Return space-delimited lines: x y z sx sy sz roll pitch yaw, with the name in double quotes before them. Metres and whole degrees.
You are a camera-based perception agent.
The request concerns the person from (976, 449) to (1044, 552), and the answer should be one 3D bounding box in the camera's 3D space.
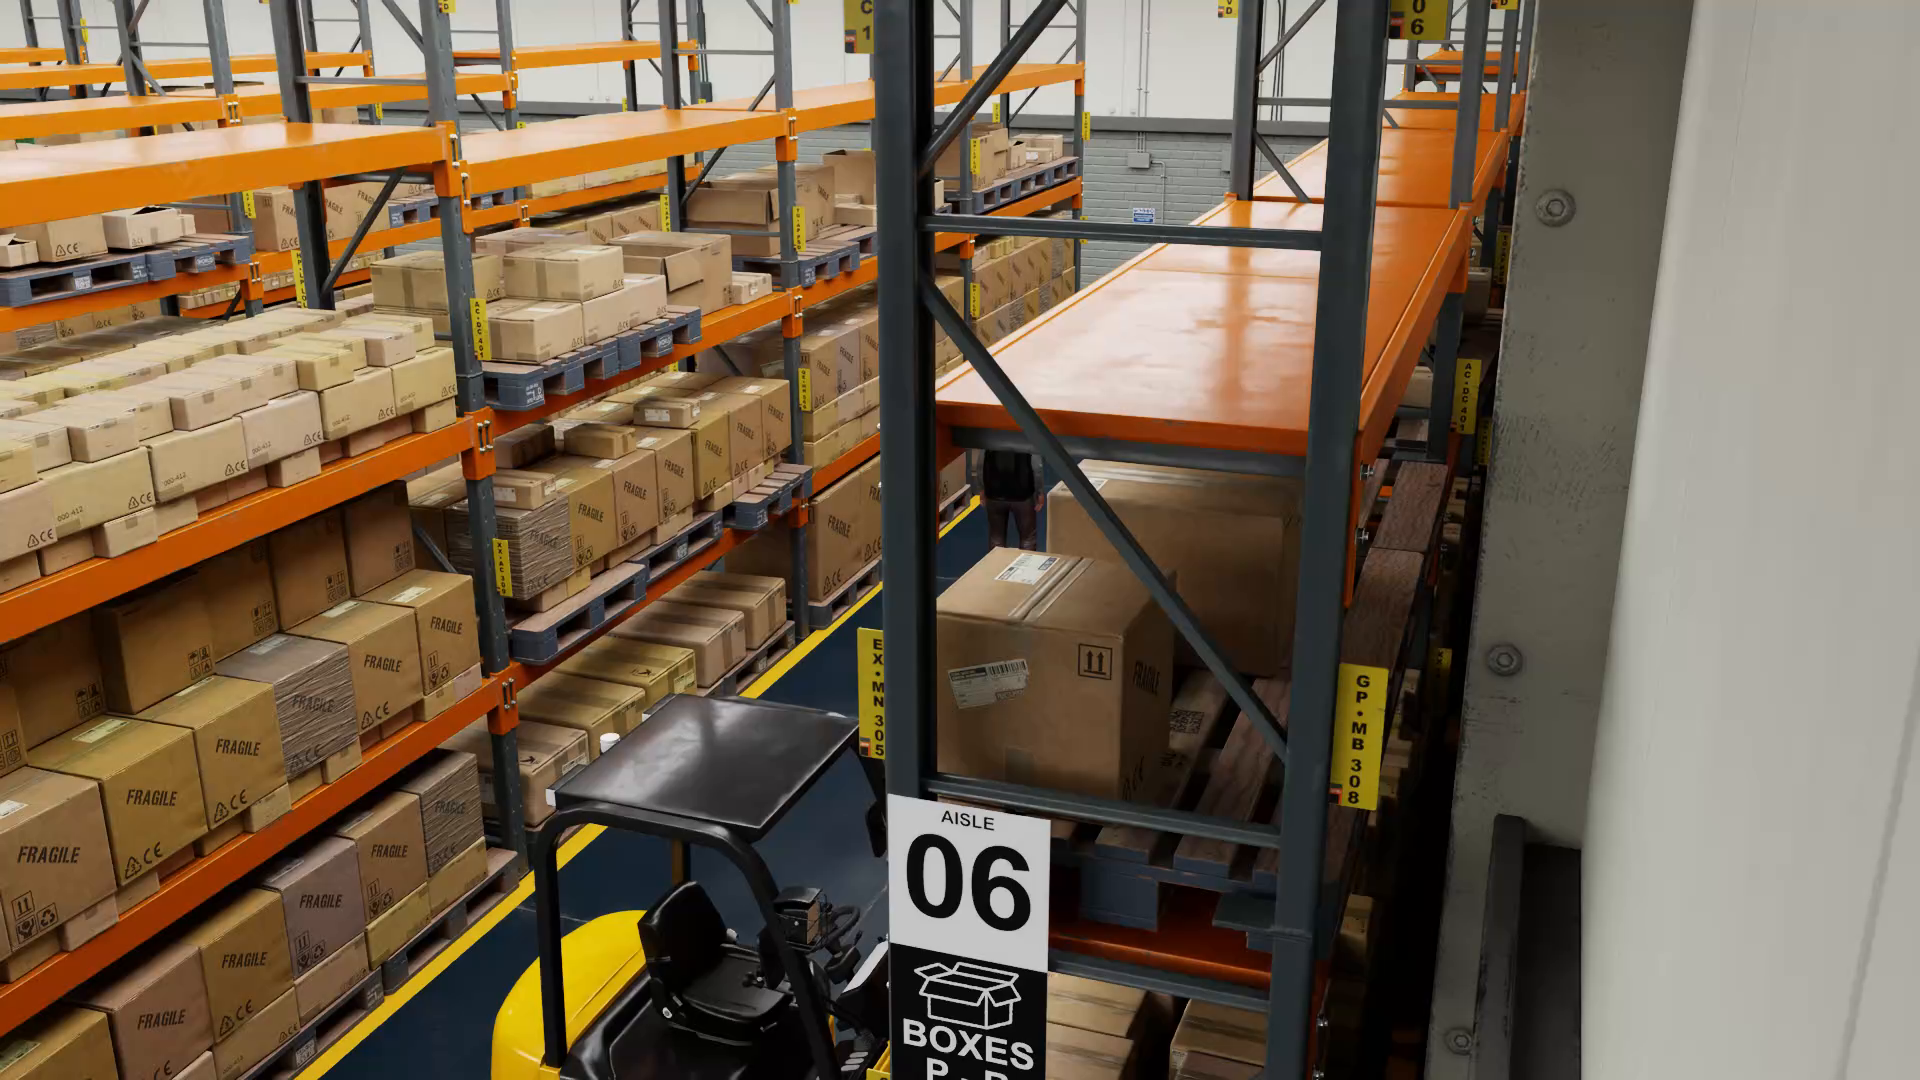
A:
"person" 0.426 -0.378 14.111 0.581 1.719 0.421 5 19 15
